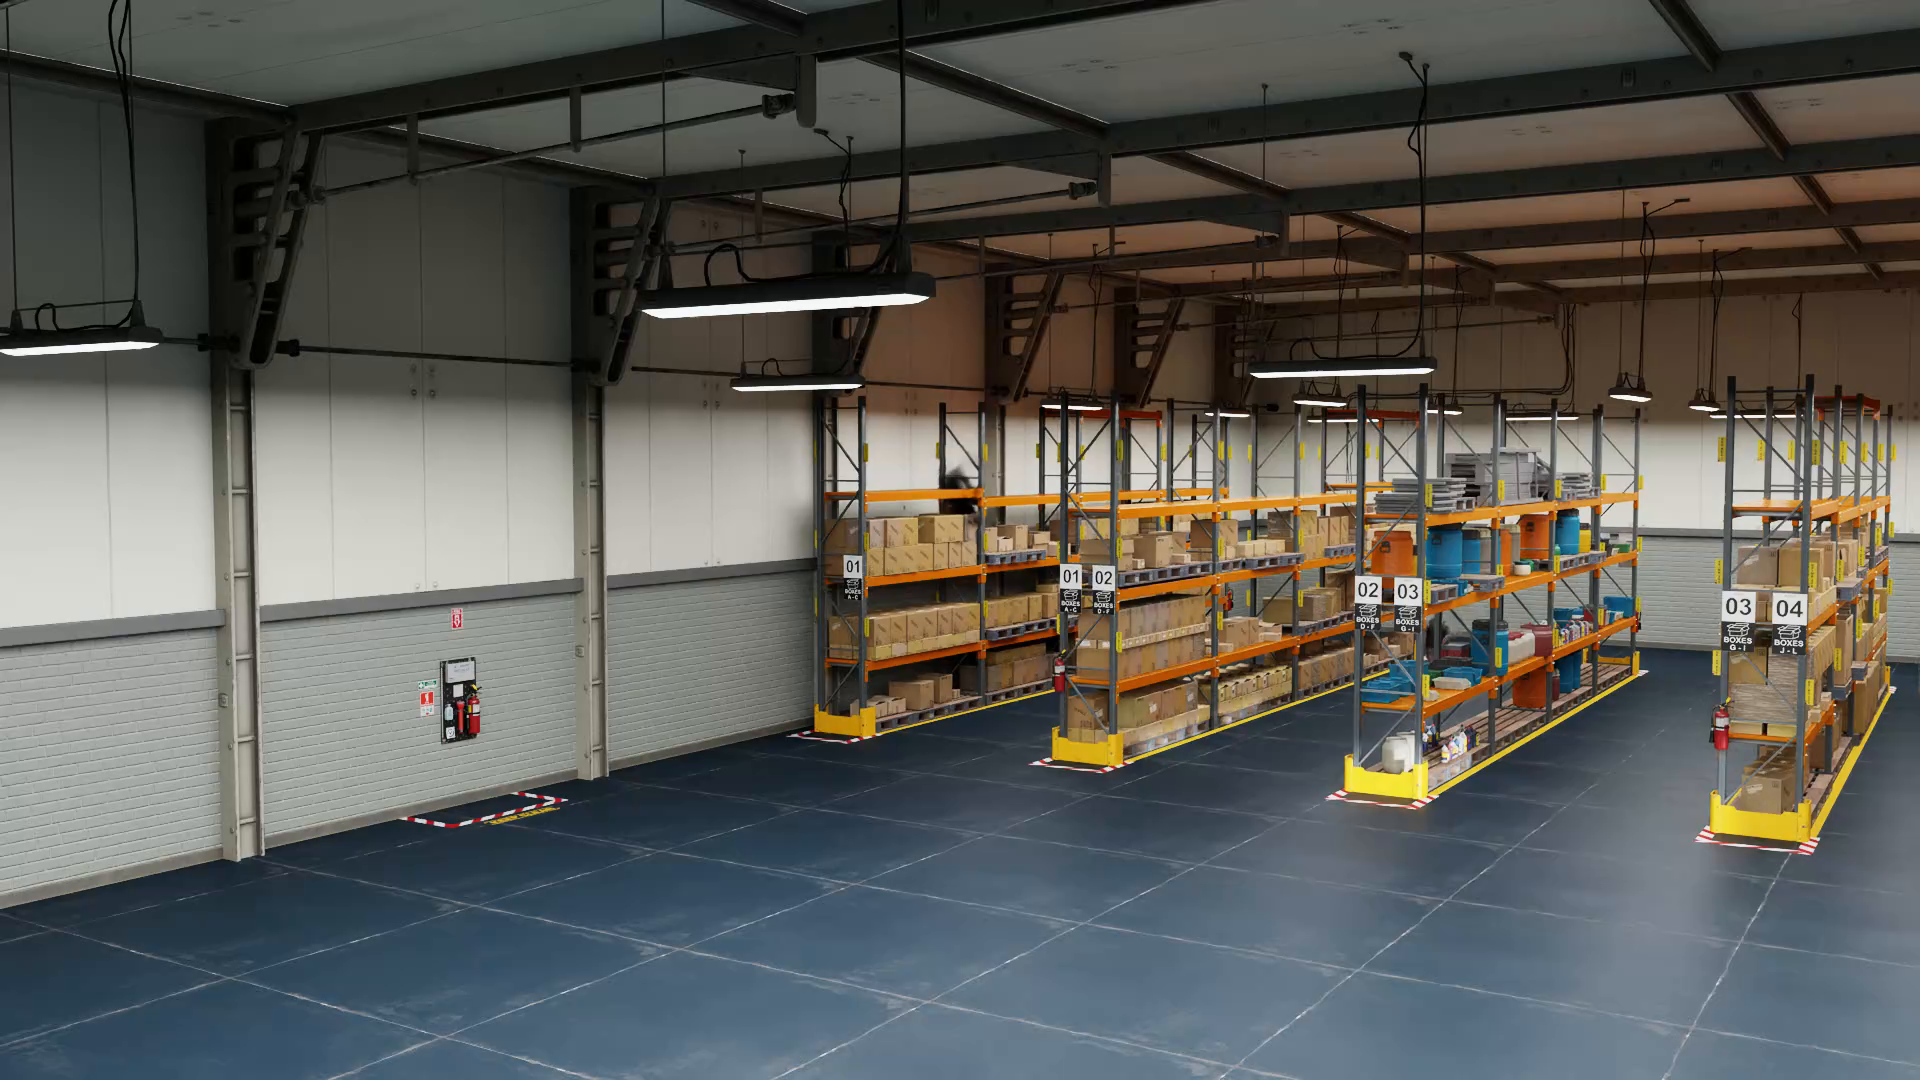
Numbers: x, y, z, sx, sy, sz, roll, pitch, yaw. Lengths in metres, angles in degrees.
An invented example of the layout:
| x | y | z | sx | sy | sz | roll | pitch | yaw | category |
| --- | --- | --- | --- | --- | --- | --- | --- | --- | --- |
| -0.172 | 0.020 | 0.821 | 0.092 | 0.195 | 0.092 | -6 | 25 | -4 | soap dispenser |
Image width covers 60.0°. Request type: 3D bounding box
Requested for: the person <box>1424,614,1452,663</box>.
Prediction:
| x | y | z | sx | sy | sz | roll | pitch | yaw | category |
| --- | --- | --- | --- | --- | --- | --- | --- | --- | --- |
| 10.111 | 2.309 | 35.348 | 0.646 | 1.676 | 0.569 | 1 | 3 | 18 | person |
